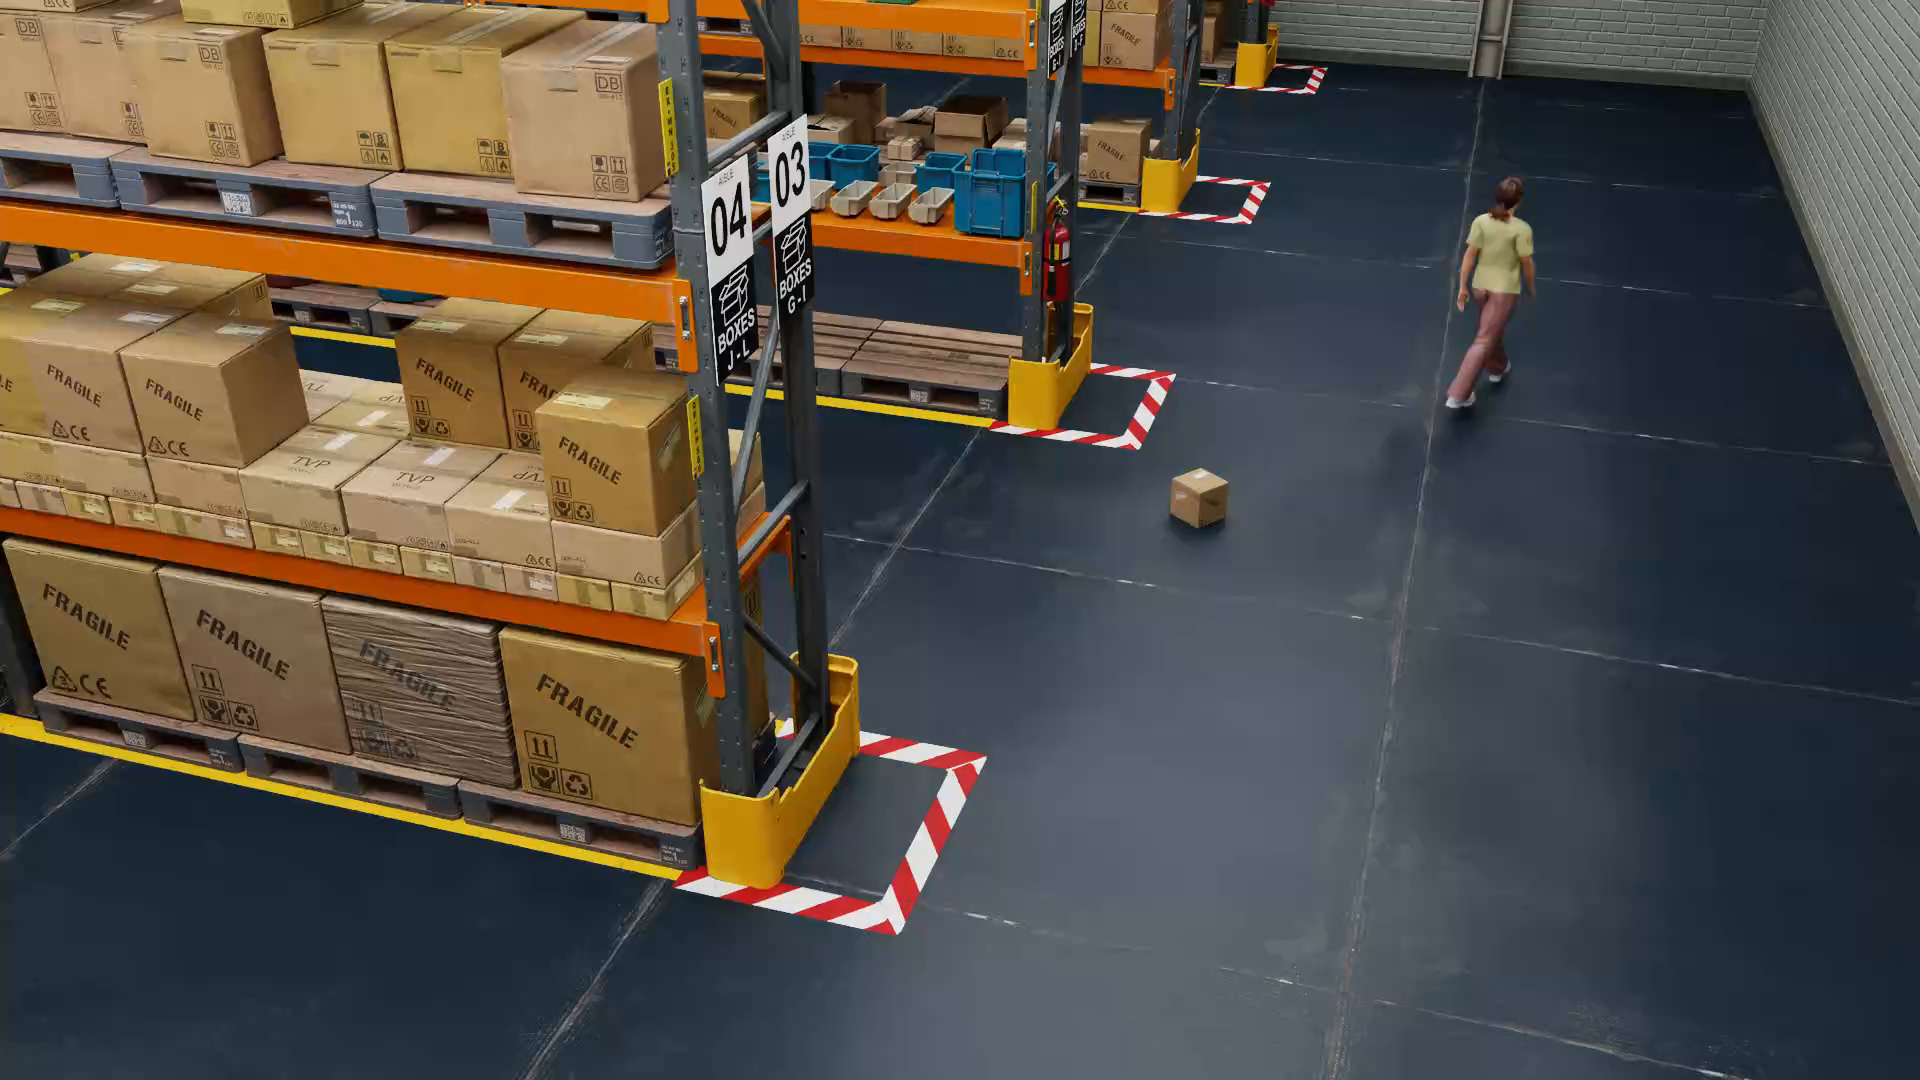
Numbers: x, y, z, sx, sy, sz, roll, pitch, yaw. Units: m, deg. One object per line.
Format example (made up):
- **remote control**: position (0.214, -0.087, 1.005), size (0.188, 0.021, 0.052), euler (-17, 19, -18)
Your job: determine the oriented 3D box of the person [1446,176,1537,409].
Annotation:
- **person**: position (3.796, -1.767, 11.640), size (1.010, 1.612, 0.448), euler (-23, 37, -35)
